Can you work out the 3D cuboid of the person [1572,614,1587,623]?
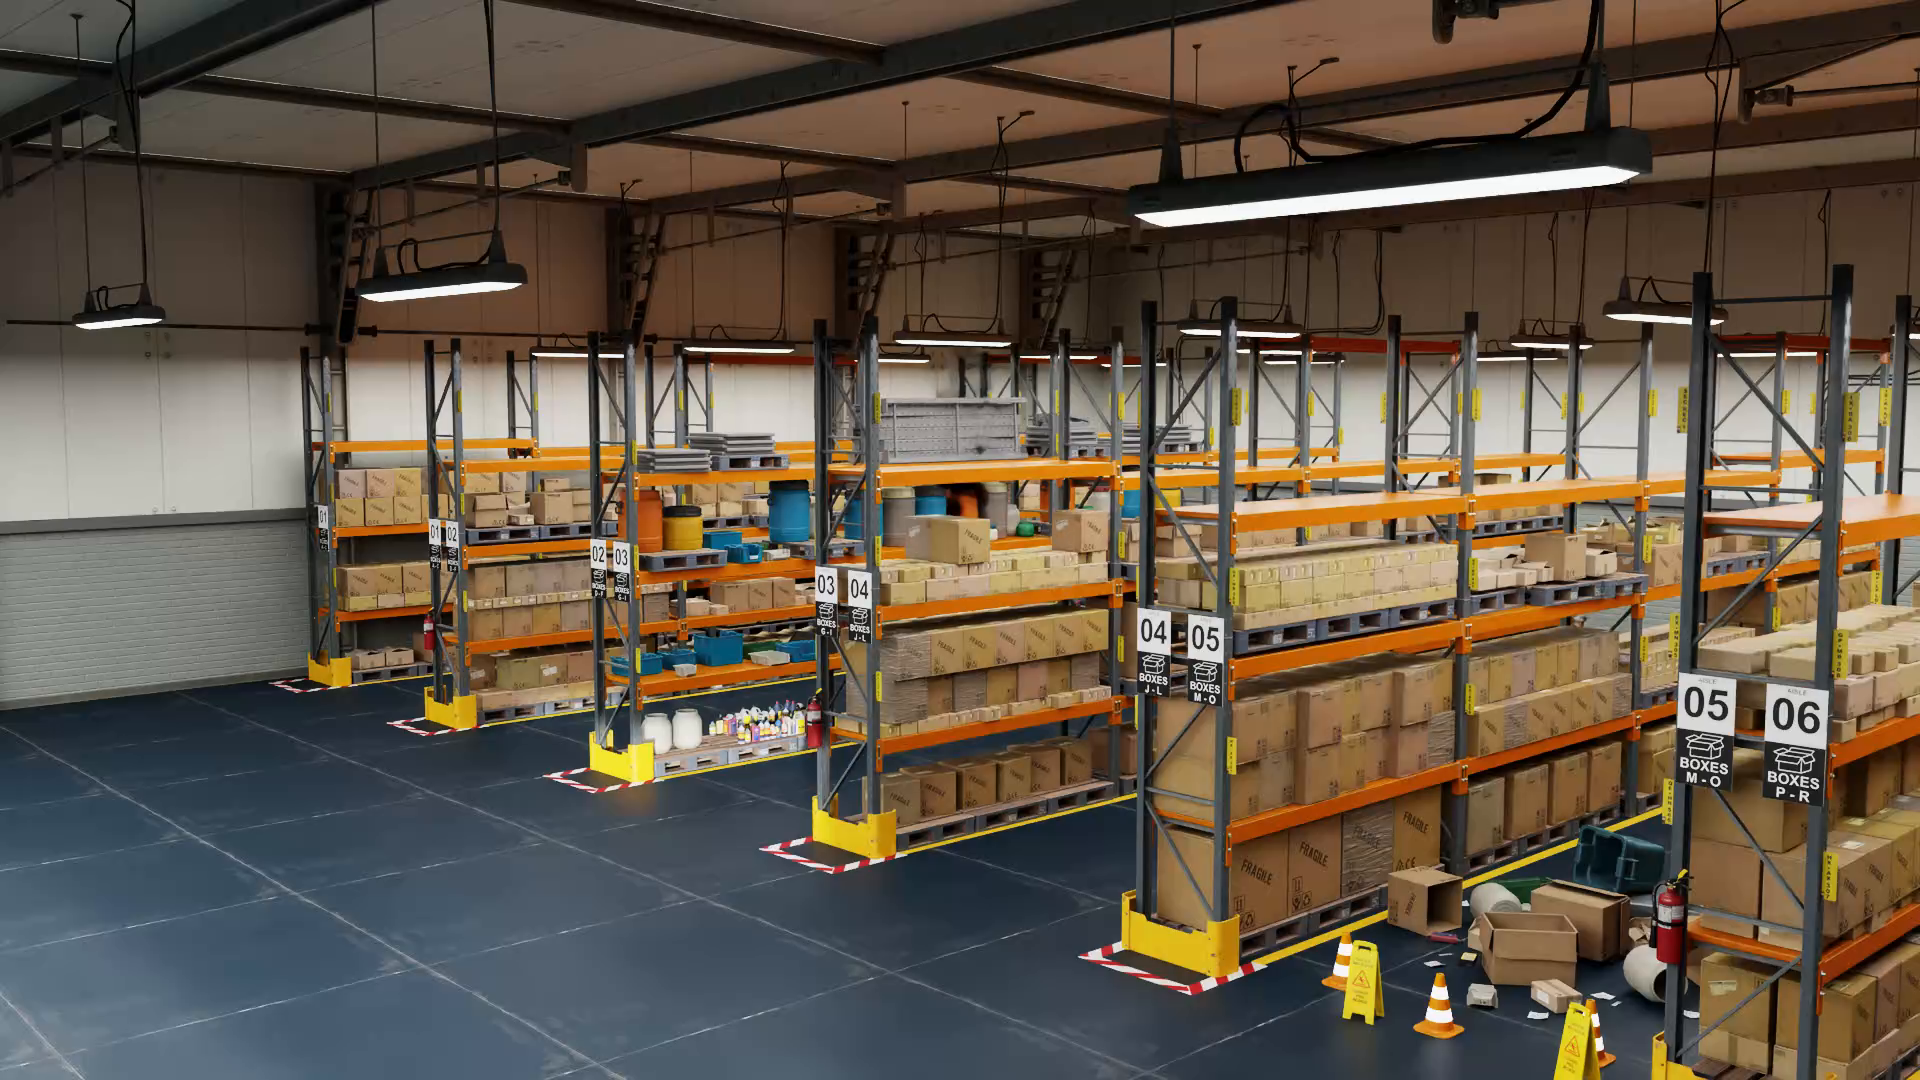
[{"bbox_3d":[9.840,1.952,26.678,0.638,1.579,0.559,4,6,35],"label":"person"}]
